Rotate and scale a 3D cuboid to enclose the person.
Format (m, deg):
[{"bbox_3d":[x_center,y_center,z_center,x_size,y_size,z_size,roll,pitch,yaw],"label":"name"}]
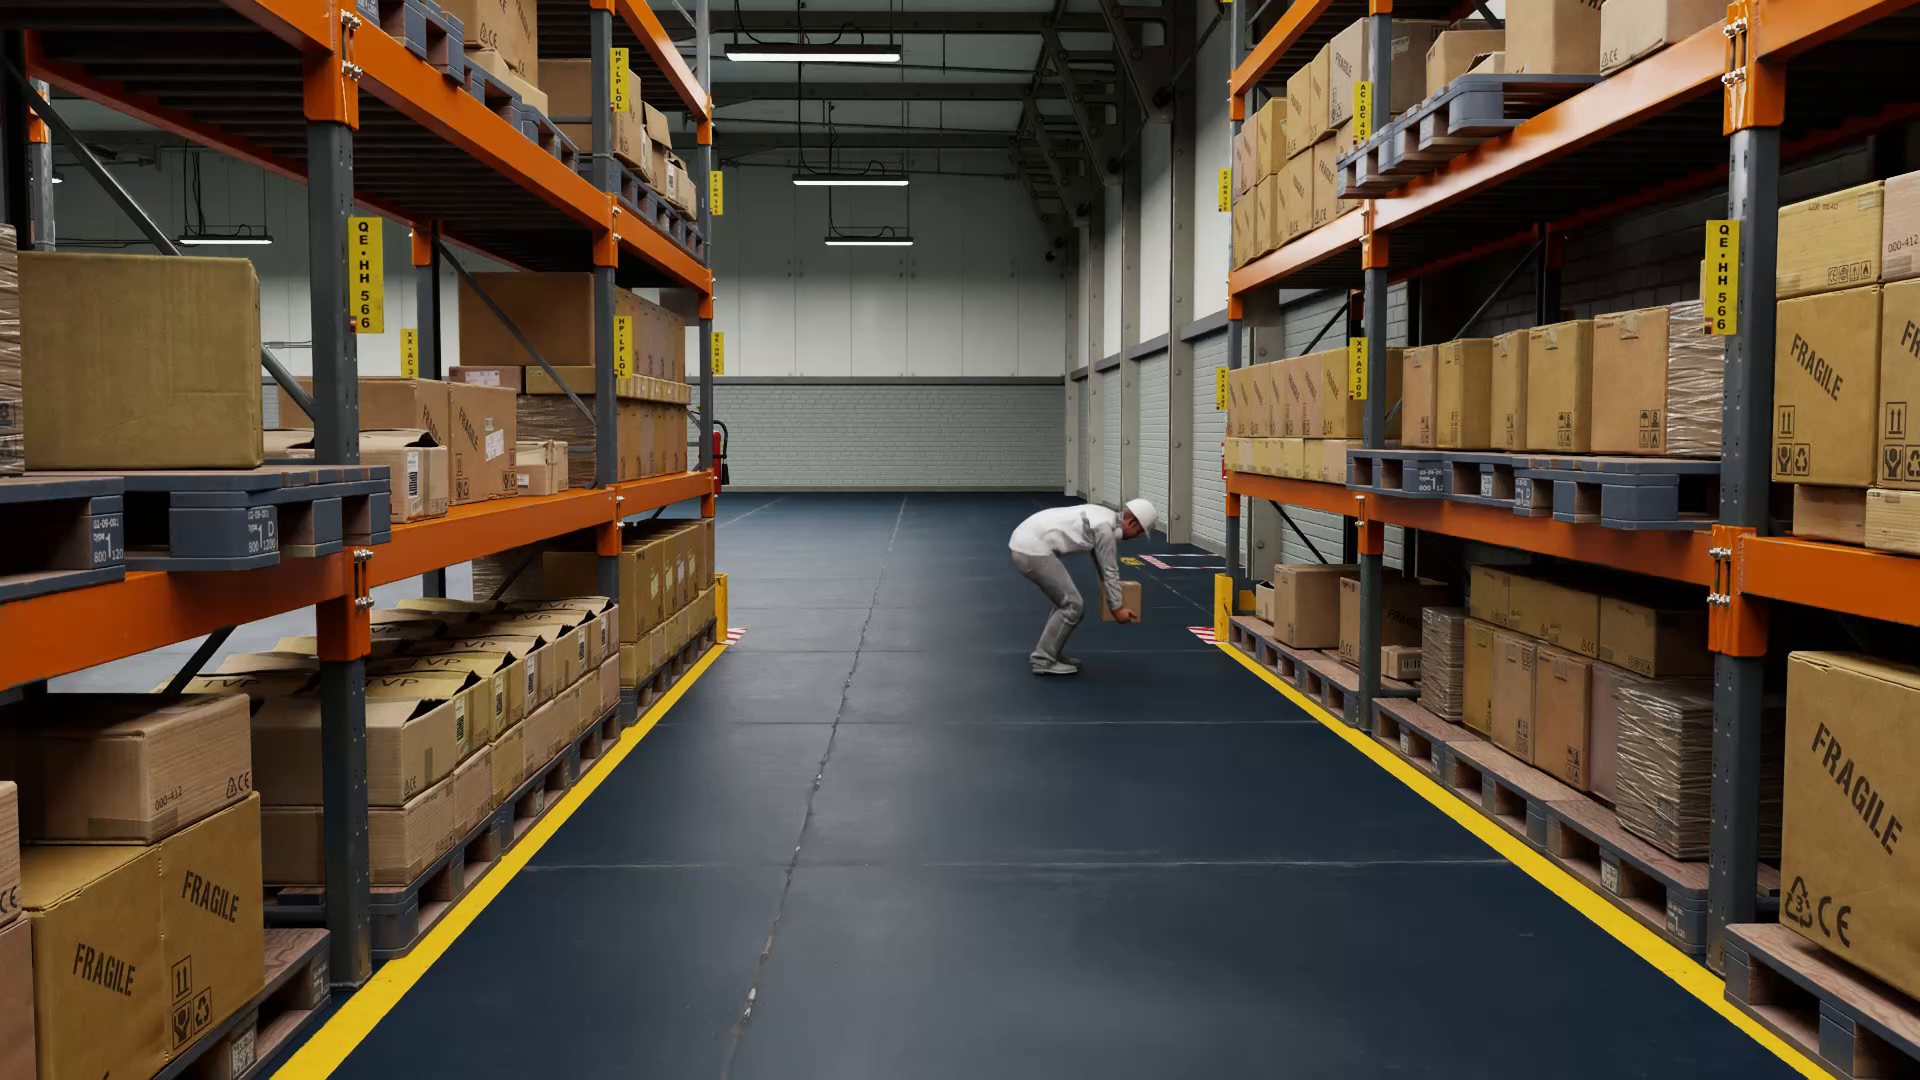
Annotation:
[{"bbox_3d":[0.825,0.304,11.120,0.988,1.155,0.487,0,4,-4],"label":"person"}]
